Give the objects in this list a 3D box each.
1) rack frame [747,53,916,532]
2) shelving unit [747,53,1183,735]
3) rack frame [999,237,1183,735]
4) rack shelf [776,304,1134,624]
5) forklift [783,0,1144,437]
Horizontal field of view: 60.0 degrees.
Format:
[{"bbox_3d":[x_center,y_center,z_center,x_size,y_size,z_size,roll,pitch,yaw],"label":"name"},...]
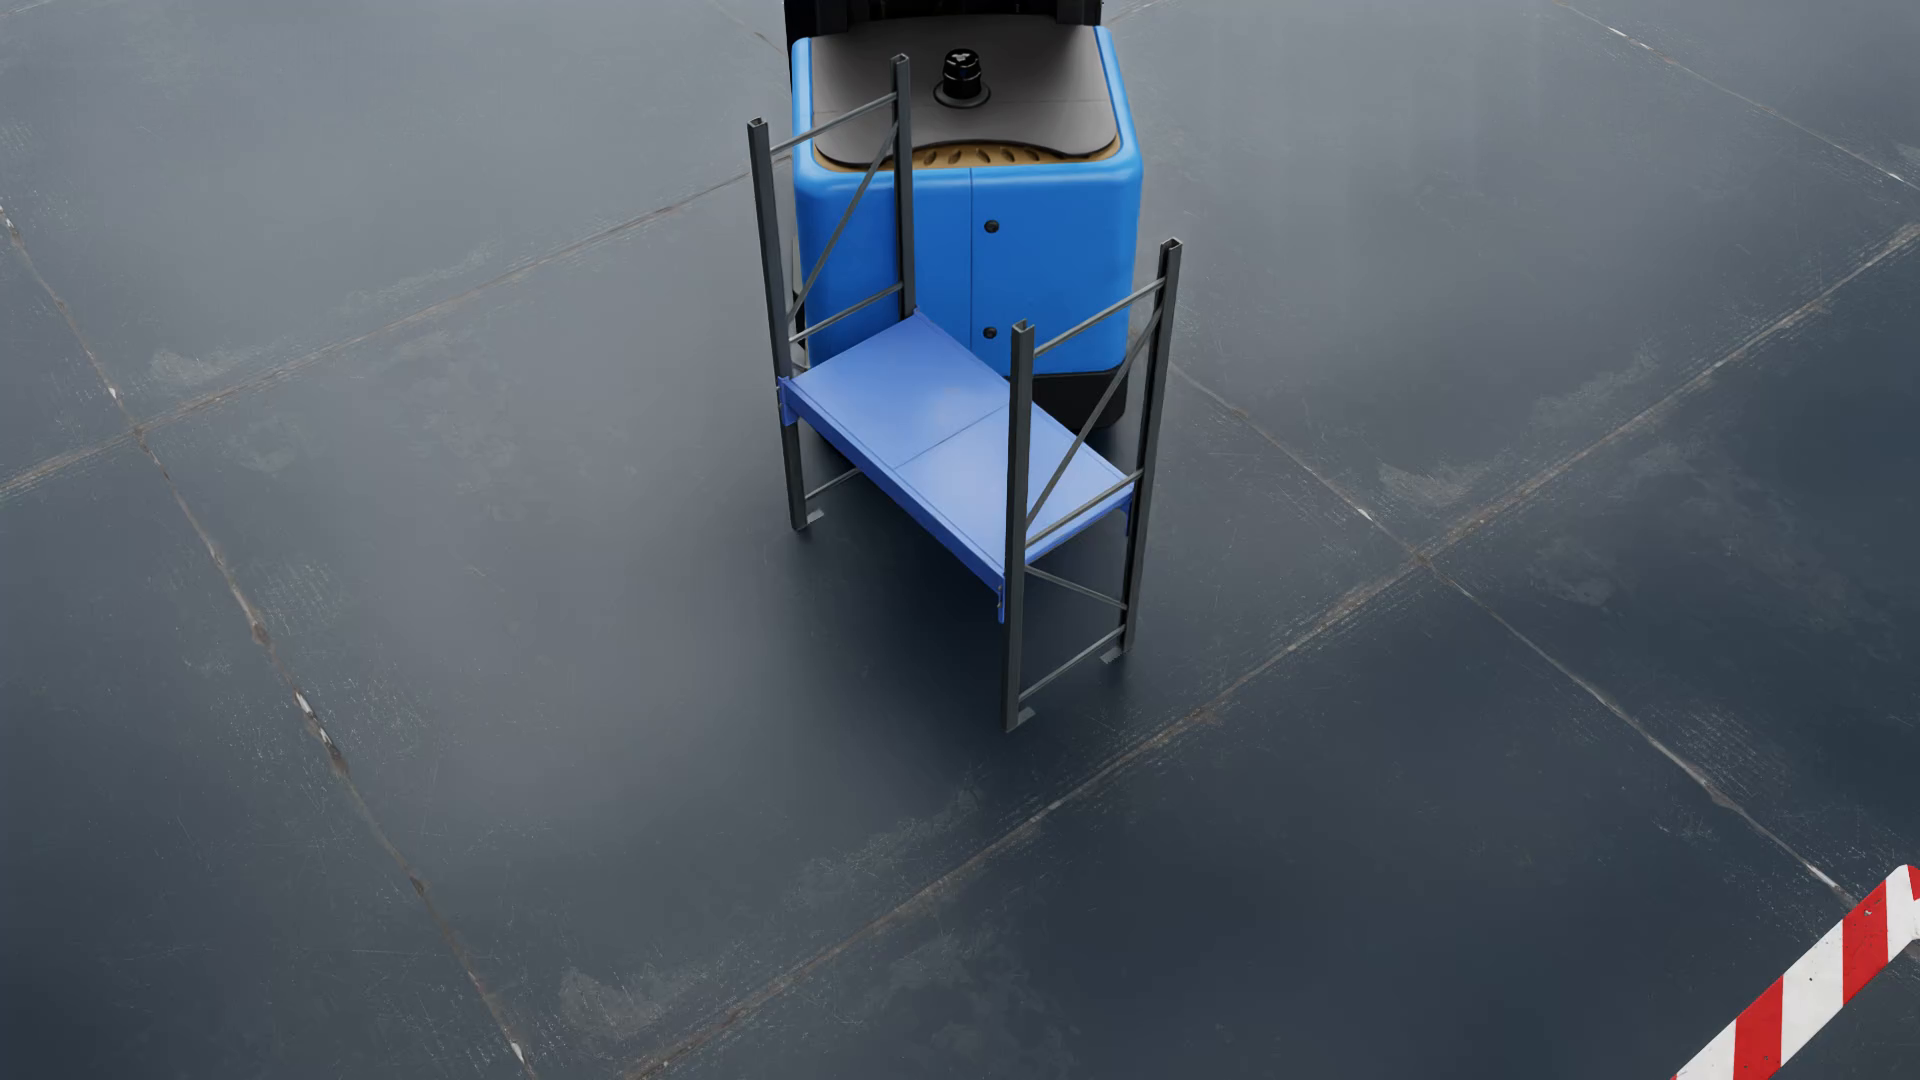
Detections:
[{"bbox_3d":[-0.334,-0.655,4.832,0.500,1.500,0.032,-32,55,-25],"label":"rack frame"},{"bbox_3d":[-0.010,-0.365,4.569,0.538,1.500,1.048,-32,55,-25],"label":"shelving unit"},{"bbox_3d":[0.315,-0.075,4.306,0.500,1.500,0.032,-32,55,-25],"label":"rack frame"},{"bbox_3d":[-0.010,-0.244,4.702,0.538,0.185,1.000,-32,55,-25],"label":"rack shelf"},{"bbox_3d":[-0.077,-2.401,5.449,1.130,2.935,3.031,-3,48,-3],"label":"forklift"}]
